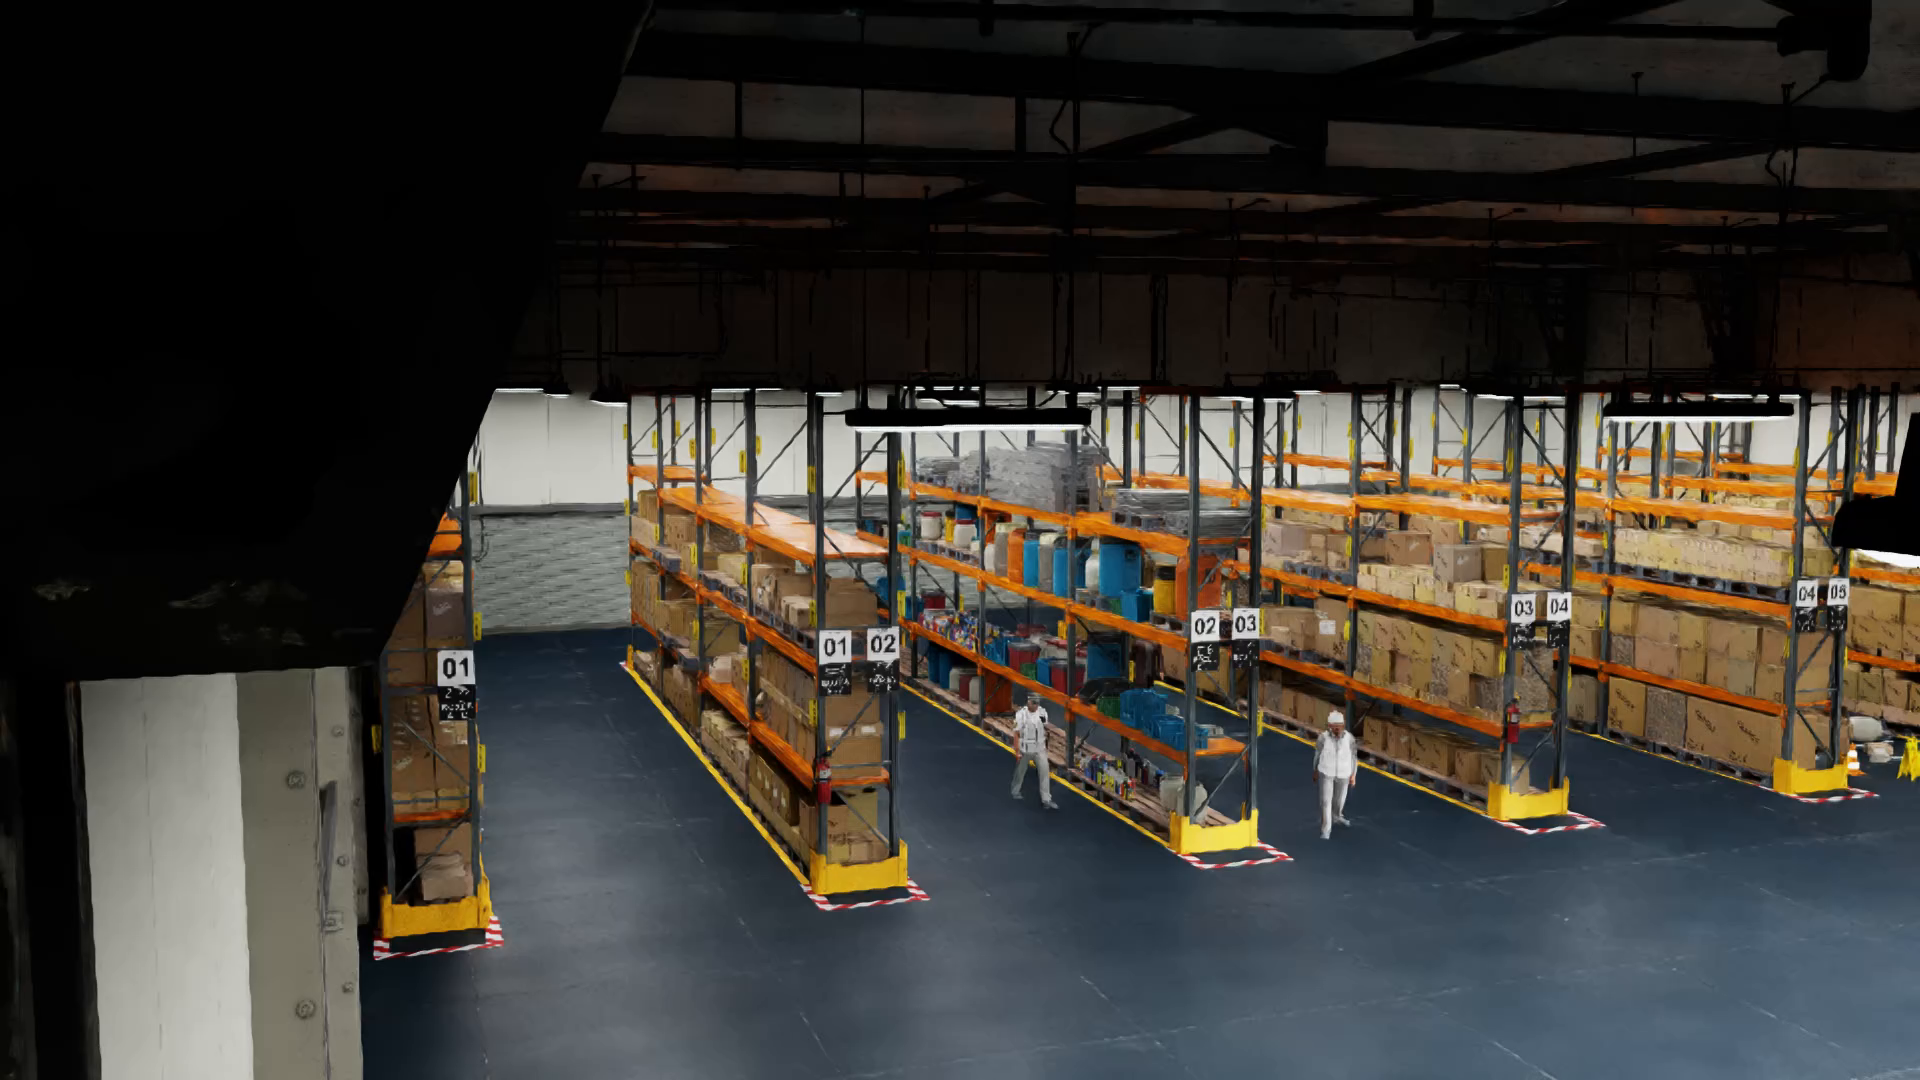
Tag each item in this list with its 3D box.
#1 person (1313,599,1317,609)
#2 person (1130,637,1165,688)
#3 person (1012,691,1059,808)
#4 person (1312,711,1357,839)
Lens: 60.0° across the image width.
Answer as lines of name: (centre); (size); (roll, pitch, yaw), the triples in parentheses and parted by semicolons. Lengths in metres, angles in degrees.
person: (9.144, 1.151, 41.935); (0.570, 1.713, 0.721); (6, 8, 43)
person: (3.369, 2.380, 29.947); (0.603, 1.724, 1.111); (-2, 6, -20)
person: (1.030, 2.998, 24.065); (0.542, 1.675, 1.126); (-2, 6, -17)
person: (5.098, 3.150, 22.601); (0.576, 1.723, 0.961); (0, 6, 3)
